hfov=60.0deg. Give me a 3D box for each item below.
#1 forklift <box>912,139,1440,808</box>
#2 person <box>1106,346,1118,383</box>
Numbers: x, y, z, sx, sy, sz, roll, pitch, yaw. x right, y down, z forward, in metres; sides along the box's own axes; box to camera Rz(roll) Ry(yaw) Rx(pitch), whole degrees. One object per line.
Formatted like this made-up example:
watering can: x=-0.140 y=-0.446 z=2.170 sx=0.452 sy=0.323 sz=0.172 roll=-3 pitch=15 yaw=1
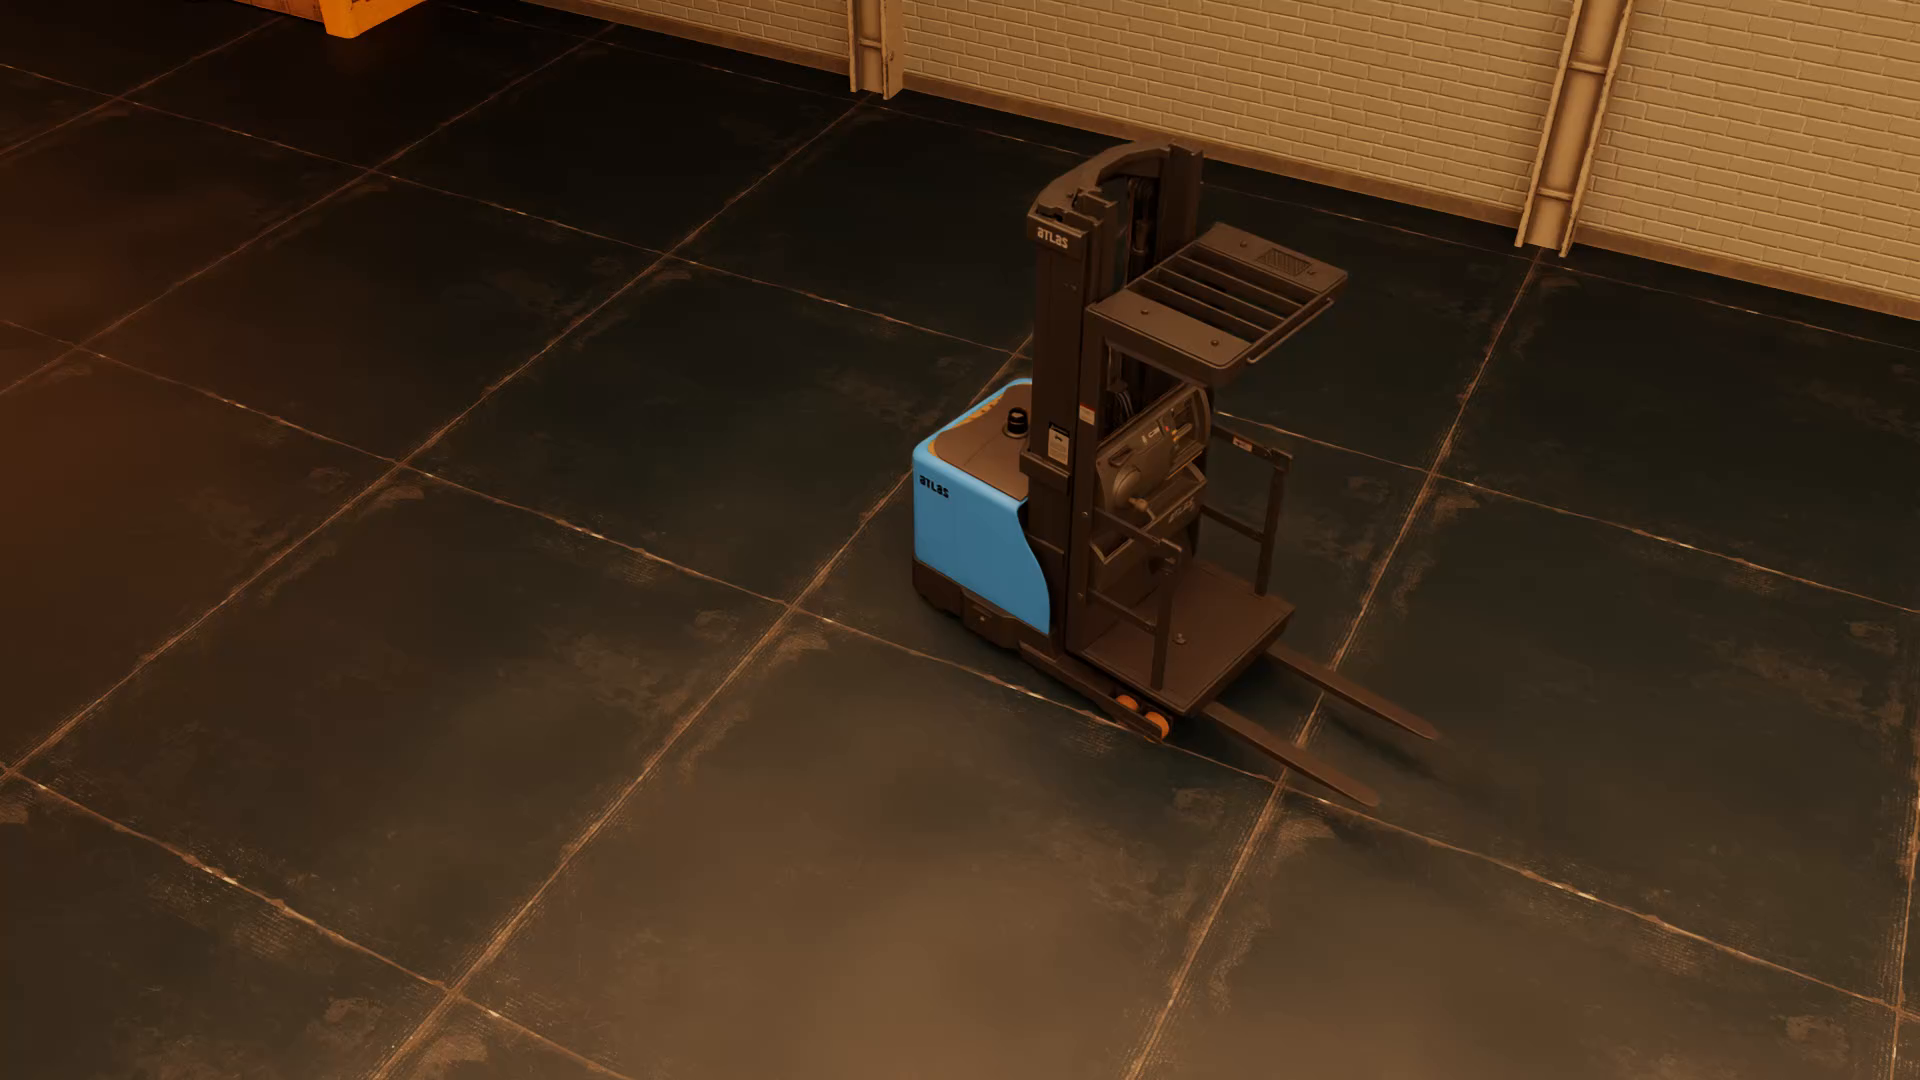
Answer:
forklift: x=1.161 y=-0.415 z=8.480 sx=3.031 sy=2.935 sz=1.130 roll=29 pitch=48 yaw=30
person: x=0.801 y=-0.958 z=10.127 sx=0.715 sy=1.645 sz=0.341 roll=28 pitch=48 yaw=29
